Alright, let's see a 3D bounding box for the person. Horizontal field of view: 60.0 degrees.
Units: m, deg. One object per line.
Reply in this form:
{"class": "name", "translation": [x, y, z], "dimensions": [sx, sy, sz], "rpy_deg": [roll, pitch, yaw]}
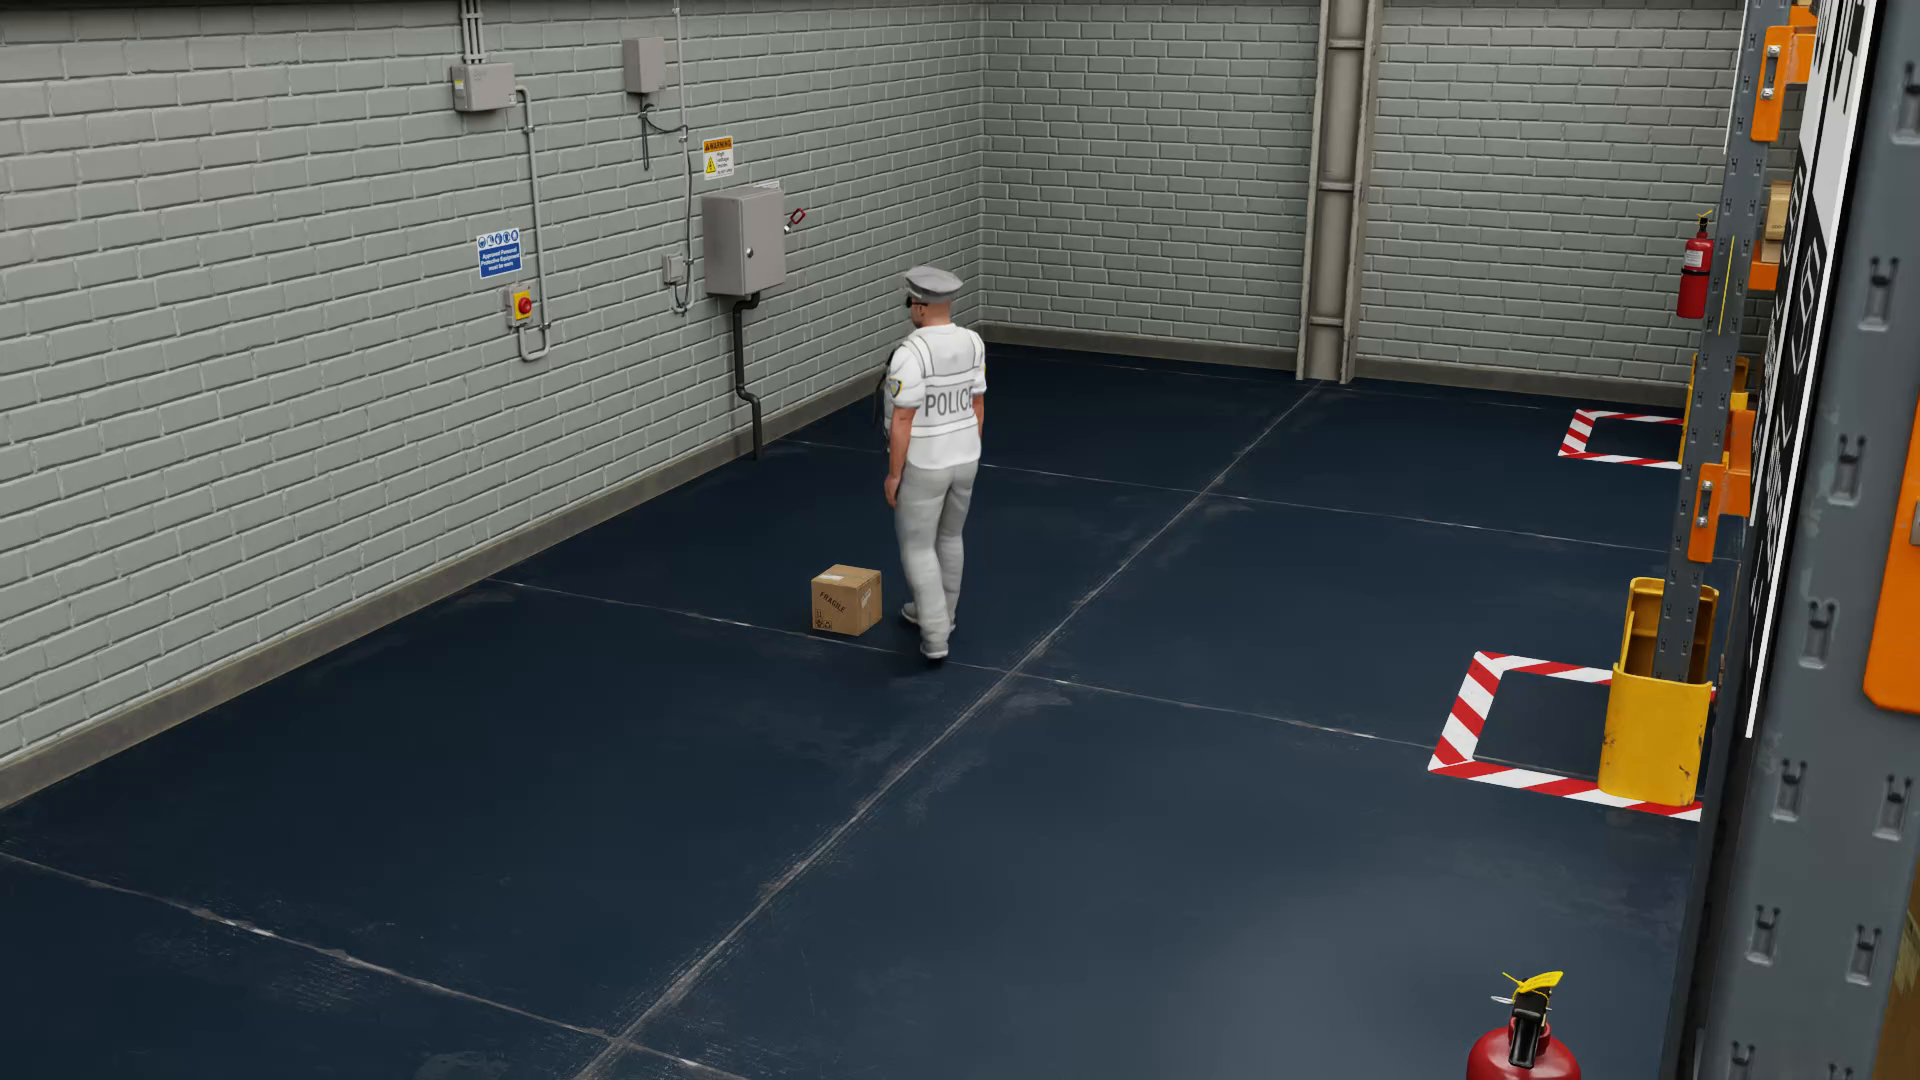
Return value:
{"class": "person", "translation": [-0.157, -0.360, 7.580], "dimensions": [0.541, 1.779, 0.581], "rpy_deg": [-17, 25, -41]}
